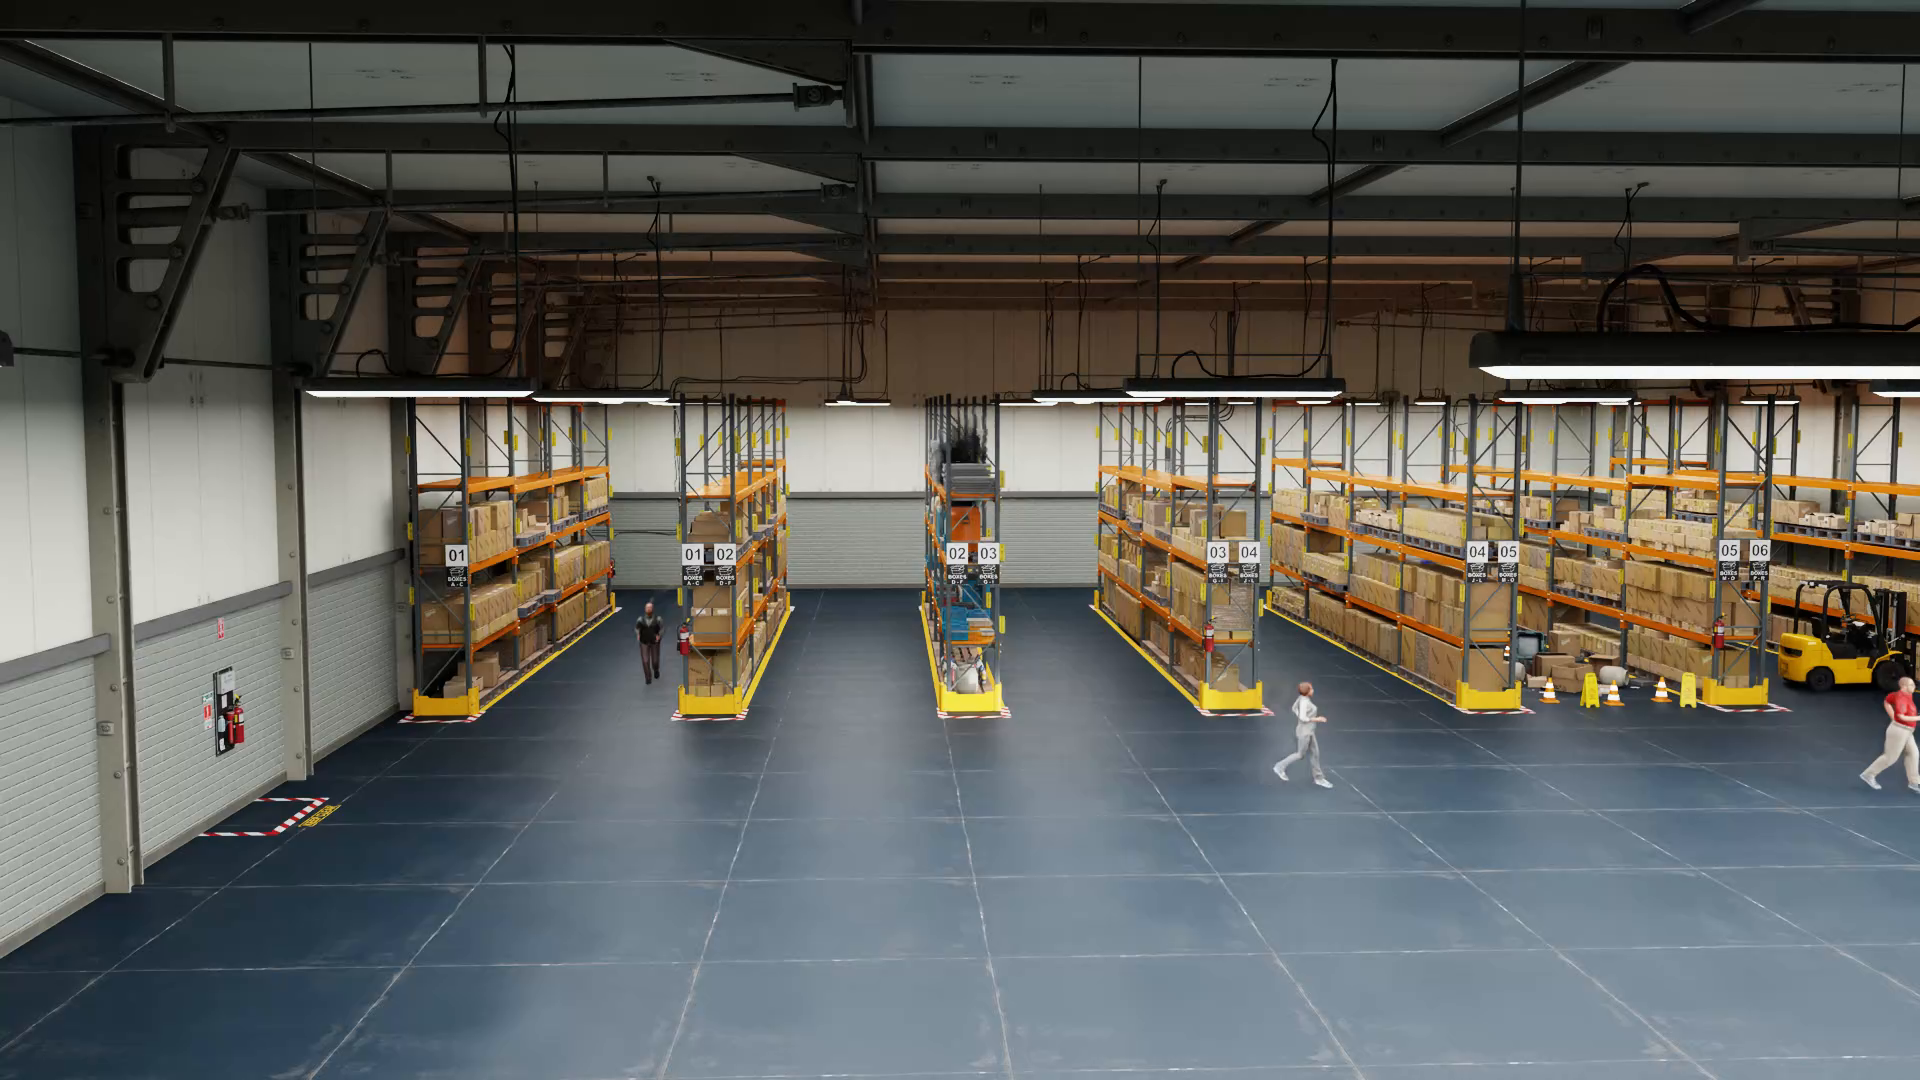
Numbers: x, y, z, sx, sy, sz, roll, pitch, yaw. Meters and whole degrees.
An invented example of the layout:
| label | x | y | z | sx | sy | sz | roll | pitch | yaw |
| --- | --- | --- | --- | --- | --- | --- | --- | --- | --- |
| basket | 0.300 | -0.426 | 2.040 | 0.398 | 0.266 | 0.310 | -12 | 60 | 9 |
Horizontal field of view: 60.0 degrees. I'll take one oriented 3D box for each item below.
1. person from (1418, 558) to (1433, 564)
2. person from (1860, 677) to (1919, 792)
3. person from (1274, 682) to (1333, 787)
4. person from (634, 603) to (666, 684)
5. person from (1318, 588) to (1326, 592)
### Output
| label | x | y | z | sx | sy | sz | roll | pitch | yaw |
| --- | --- | --- | --- | --- | --- | --- | --- | --- | --- |
| person | 13.794 | 1.014 | 49.388 | 0.778 | 1.692 | 0.674 | 0 | 5 | 4 |
| person | 13.958 | 2.900 | 24.746 | 0.937 | 1.751 | 0.621 | 3 | 6 | 35 |
| person | 5.189 | 2.927 | 25.094 | 0.879 | 1.597 | 0.540 | 2 | 5 | 19 |
| person | -6.462 | 2.153 | 34.608 | 0.657 | 1.671 | 0.612 | 0 | 5 | -5 |
| person | 10.705 | 1.032 | 48.724 | 0.720 | 1.722 | 0.597 | -1 | 5 | -18 |
